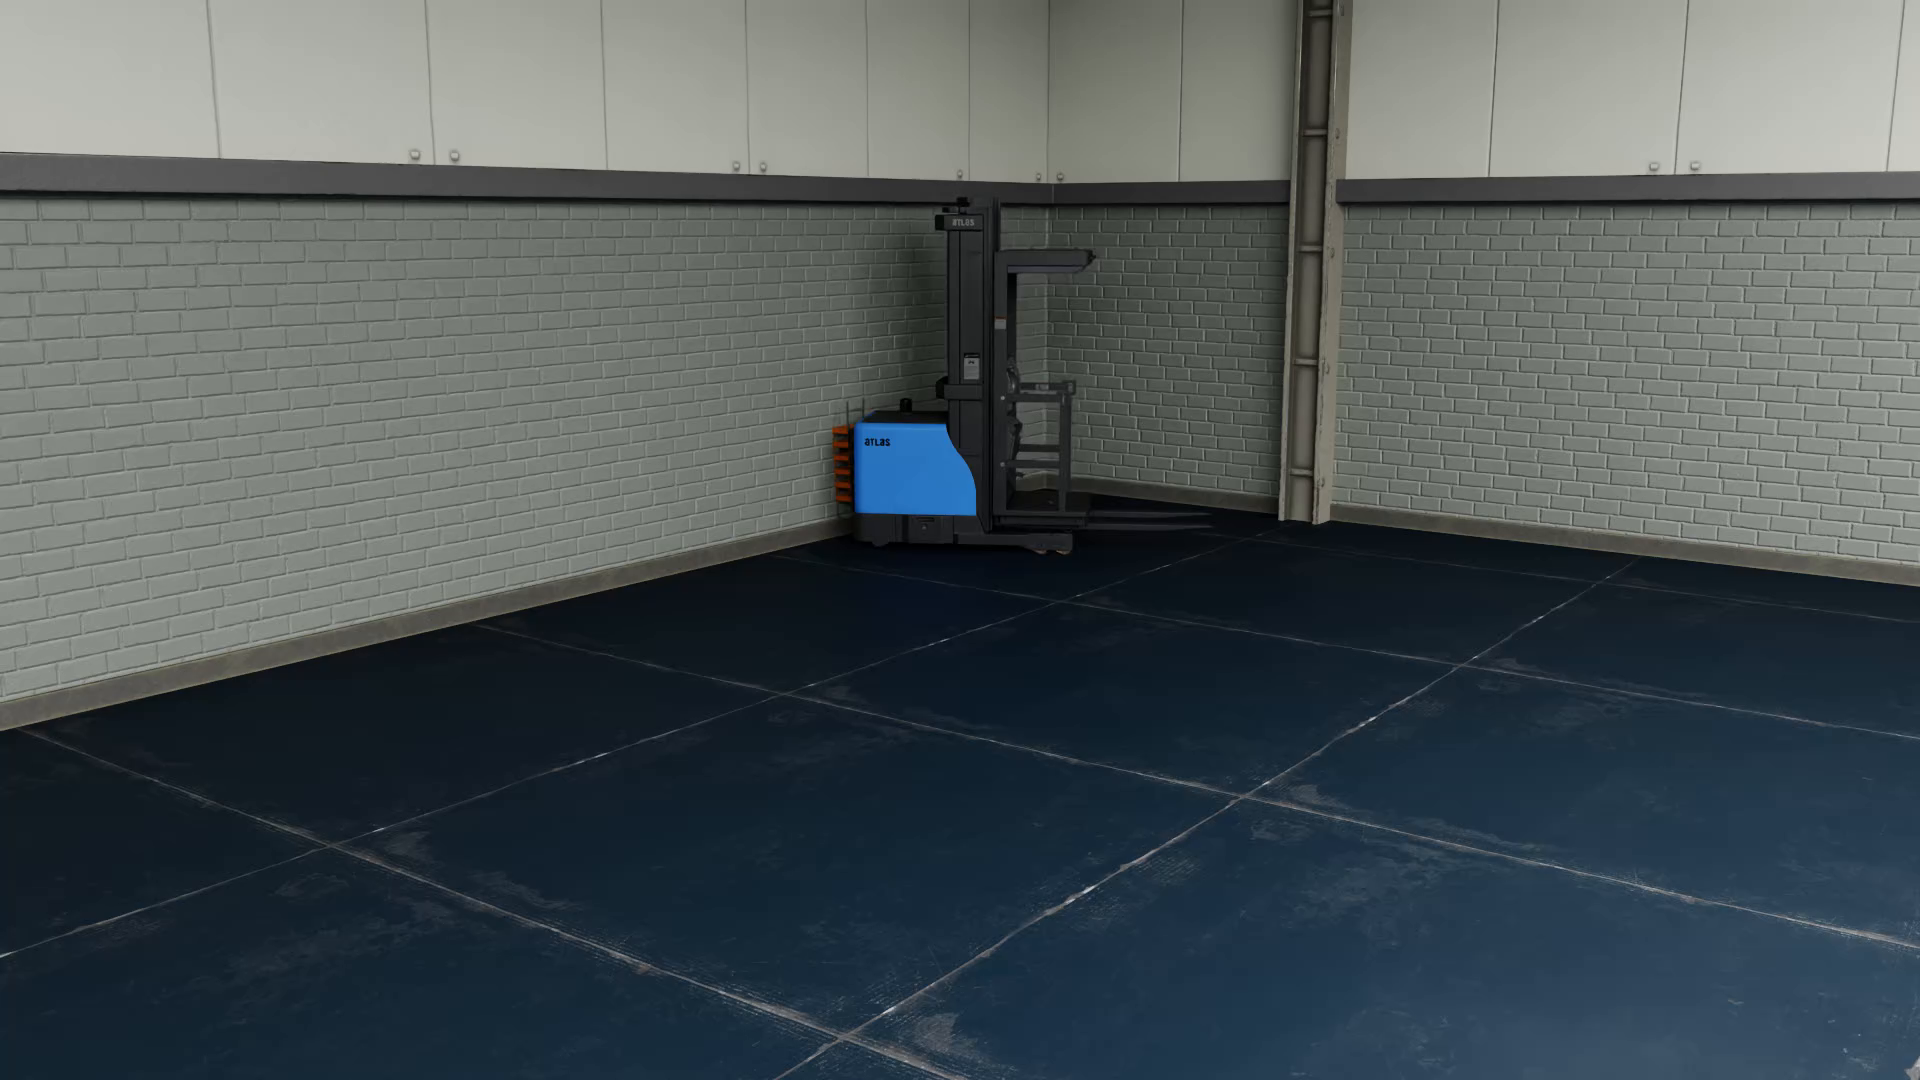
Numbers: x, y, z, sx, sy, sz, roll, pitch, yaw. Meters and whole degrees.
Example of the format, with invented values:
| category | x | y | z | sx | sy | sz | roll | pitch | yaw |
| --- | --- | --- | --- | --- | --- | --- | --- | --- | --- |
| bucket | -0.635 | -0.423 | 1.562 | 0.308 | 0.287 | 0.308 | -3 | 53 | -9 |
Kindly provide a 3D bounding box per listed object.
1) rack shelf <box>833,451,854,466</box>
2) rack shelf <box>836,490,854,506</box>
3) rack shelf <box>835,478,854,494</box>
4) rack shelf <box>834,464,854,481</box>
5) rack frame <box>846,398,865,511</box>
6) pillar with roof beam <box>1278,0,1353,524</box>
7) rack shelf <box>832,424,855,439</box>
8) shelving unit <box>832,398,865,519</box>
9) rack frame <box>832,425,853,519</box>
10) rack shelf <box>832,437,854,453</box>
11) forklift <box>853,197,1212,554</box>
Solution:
| category | x | y | z | sx | sy | sz | roll | pitch | yaw |
| --- | --- | --- | --- | --- | --- | --- | --- | --- | --- |
| rack shelf | -0.963 | -0.715 | 14.617 | 0.180 | 0.103 | 0.258 | 6 | 15 | 35 |
| rack shelf | -0.947 | -0.364 | 14.695 | 0.180 | 0.103 | 0.258 | 6 | 15 | 35 |
| rack shelf | -0.952 | -0.481 | 14.669 | 0.180 | 0.103 | 0.258 | 6 | 15 | 35 |
| rack shelf | -0.958 | -0.598 | 14.643 | 0.180 | 0.103 | 0.258 | 6 | 15 | 35 |
| rack frame | -0.885 | -0.633 | 14.581 | 0.006 | 1.200 | 0.240 | 6 | 15 | 35 |
| pillar with roof beam | 0.663 | -3.948 | 11.243 | 0.400 | 9.000 | 9.100 | 8 | 13 | 36 |
| rack shelf | -0.974 | -0.949 | 14.564 | 0.180 | 0.103 | 0.258 | 6 | 15 | 35 |
| shelving unit | -0.960 | -0.642 | 14.633 | 0.189 | 1.200 | 0.258 | 6 | 15 | 35 |
| rack frame | -1.034 | -0.650 | 14.686 | 0.006 | 1.200 | 0.240 | 6 | 15 | 35 |
| rack shelf | -0.968 | -0.832 | 14.591 | 0.180 | 0.103 | 0.258 | 6 | 15 | 35 |
| forklift | 0.641 | -1.426 | 14.184 | 3.031 | 2.935 | 1.130 | 1 | 11 | 6 |
